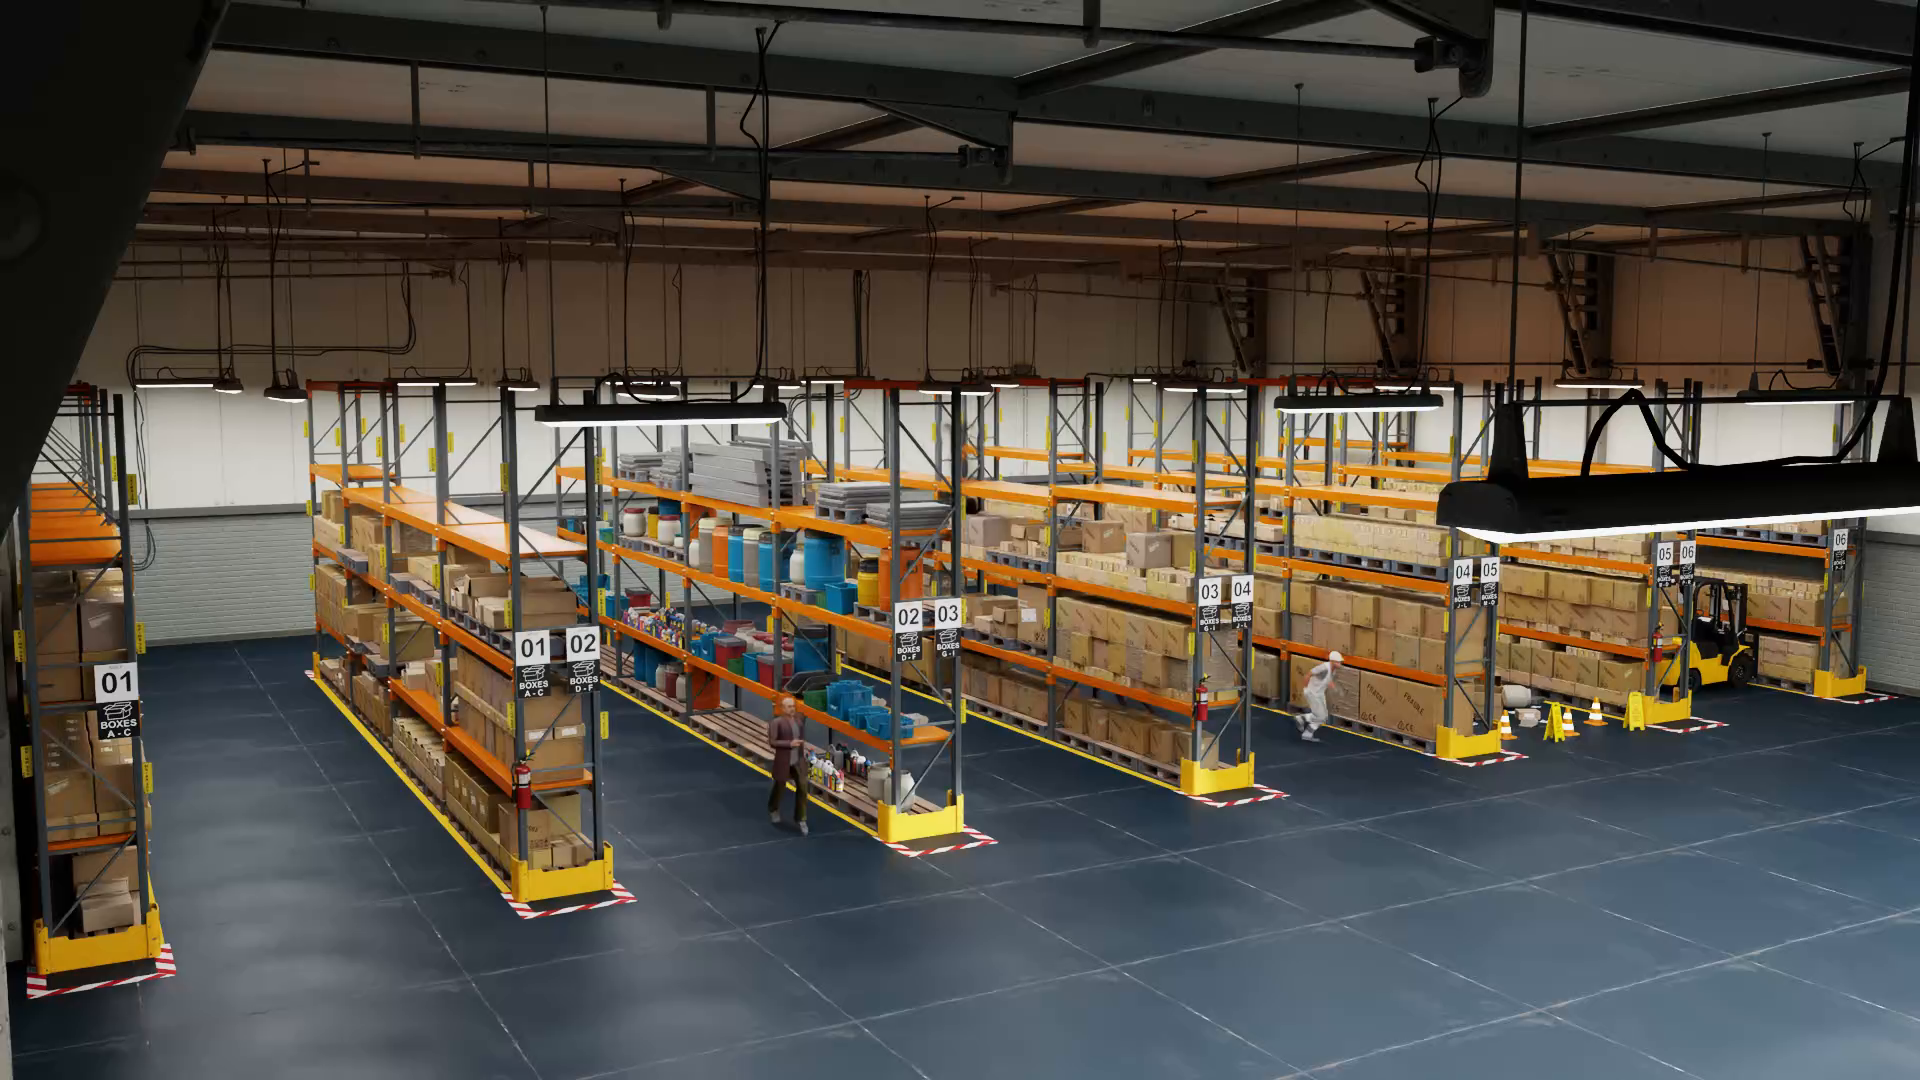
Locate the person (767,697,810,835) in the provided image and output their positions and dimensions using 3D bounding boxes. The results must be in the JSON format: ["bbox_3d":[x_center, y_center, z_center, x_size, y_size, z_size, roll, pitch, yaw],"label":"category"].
[{"bbox_3d":[-2.348,3.039,22.596,0.673,1.841,0.950,-4,7,-34],"label":"person"}]

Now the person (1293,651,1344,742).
[{"bbox_3d":[5.963,2.611,27.701,0.897,1.583,0.686,5,8,40],"label":"person"}]

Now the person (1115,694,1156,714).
[{"bbox_3d":[3.215,2.303,30.329,0.620,1.686,0.933,-6,8,-42],"label":"person"}]
